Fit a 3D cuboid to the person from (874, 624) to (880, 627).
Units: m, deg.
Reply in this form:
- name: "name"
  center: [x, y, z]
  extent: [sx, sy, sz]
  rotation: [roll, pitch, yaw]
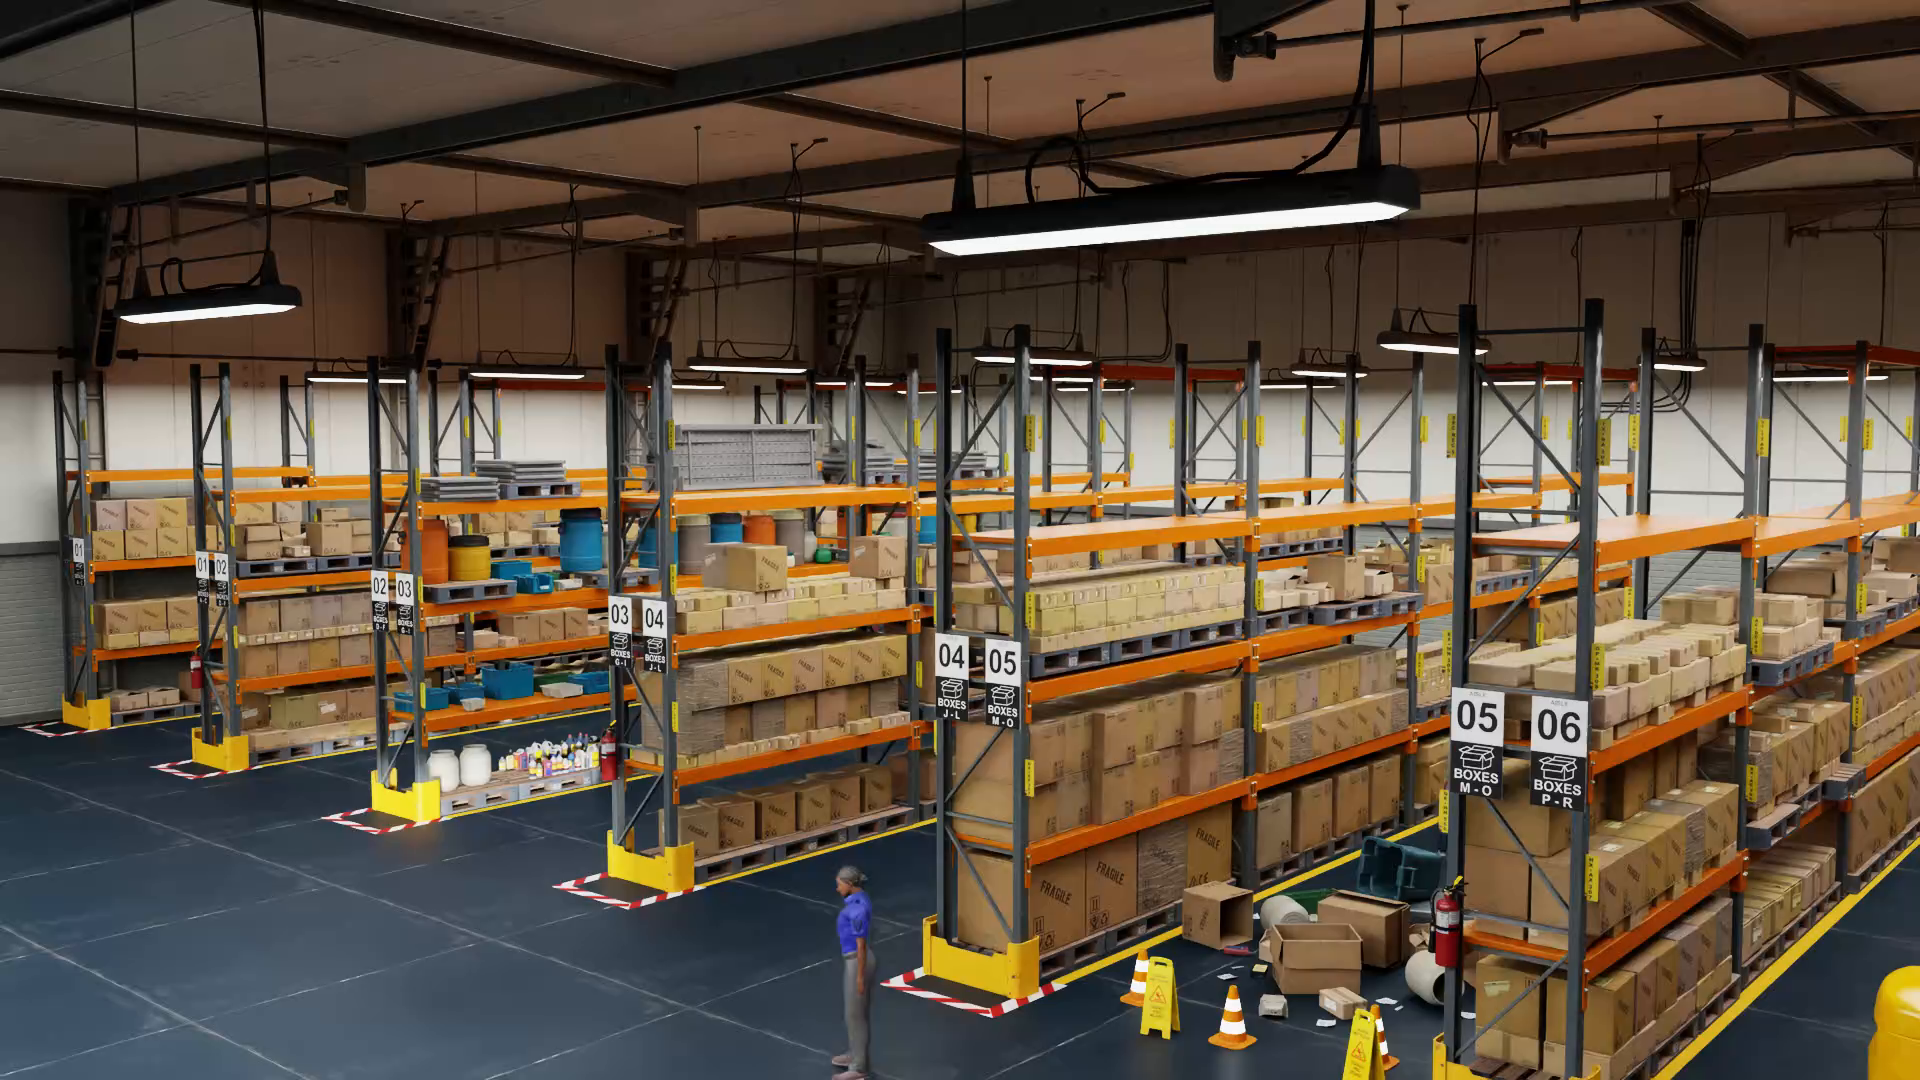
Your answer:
- name: "person"
  center: [-1.401, 1.876, 30.973]
  extent: [0.450, 1.779, 0.627]
  rotation: [1, 4, 17]

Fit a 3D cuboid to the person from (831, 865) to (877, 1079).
- name: "person"
  center: [-0.846, 3.390, 13.122]
  extent: [0.371, 1.654, 0.535]
  rotation: [0, 4, 0]

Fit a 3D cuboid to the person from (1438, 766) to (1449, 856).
- name: "person"
  center: [5.909, 2.966, 19.645]
  extent: [0.503, 1.594, 0.347]
  rotation: [0, 4, 7]
